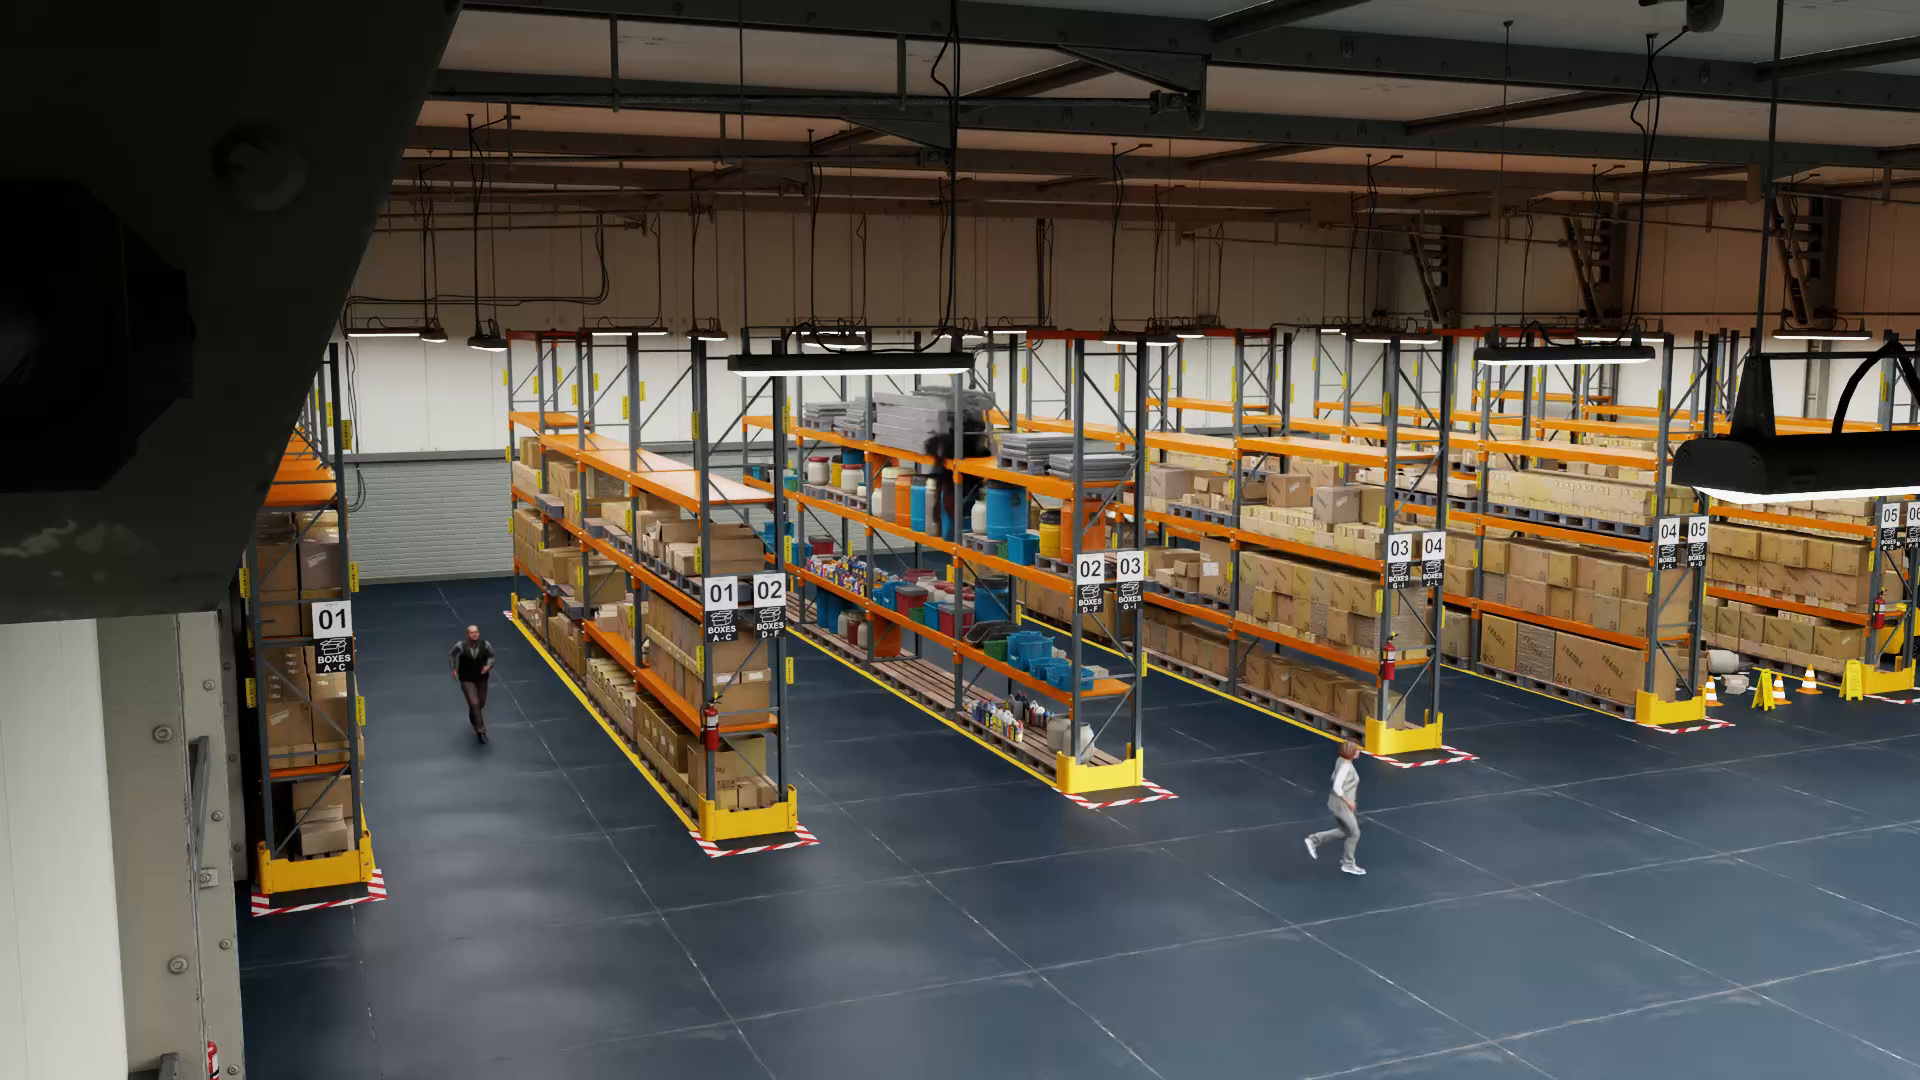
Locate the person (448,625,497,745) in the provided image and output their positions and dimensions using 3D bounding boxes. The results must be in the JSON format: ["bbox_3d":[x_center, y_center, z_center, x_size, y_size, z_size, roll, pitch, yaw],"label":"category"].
[{"bbox_3d":[-7.256,2.111,24.851,0.678,1.722,0.979,-4,9,-27],"label":"person"}]

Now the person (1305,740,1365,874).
[{"bbox_3d":[4.262,3.028,18.790,0.695,1.576,0.559,1,8,7],"label":"person"}]

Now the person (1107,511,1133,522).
[{"bbox_3d":[3.818,-0.098,40.871,0.761,1.730,0.971,5,9,34],"label":"person"}]
